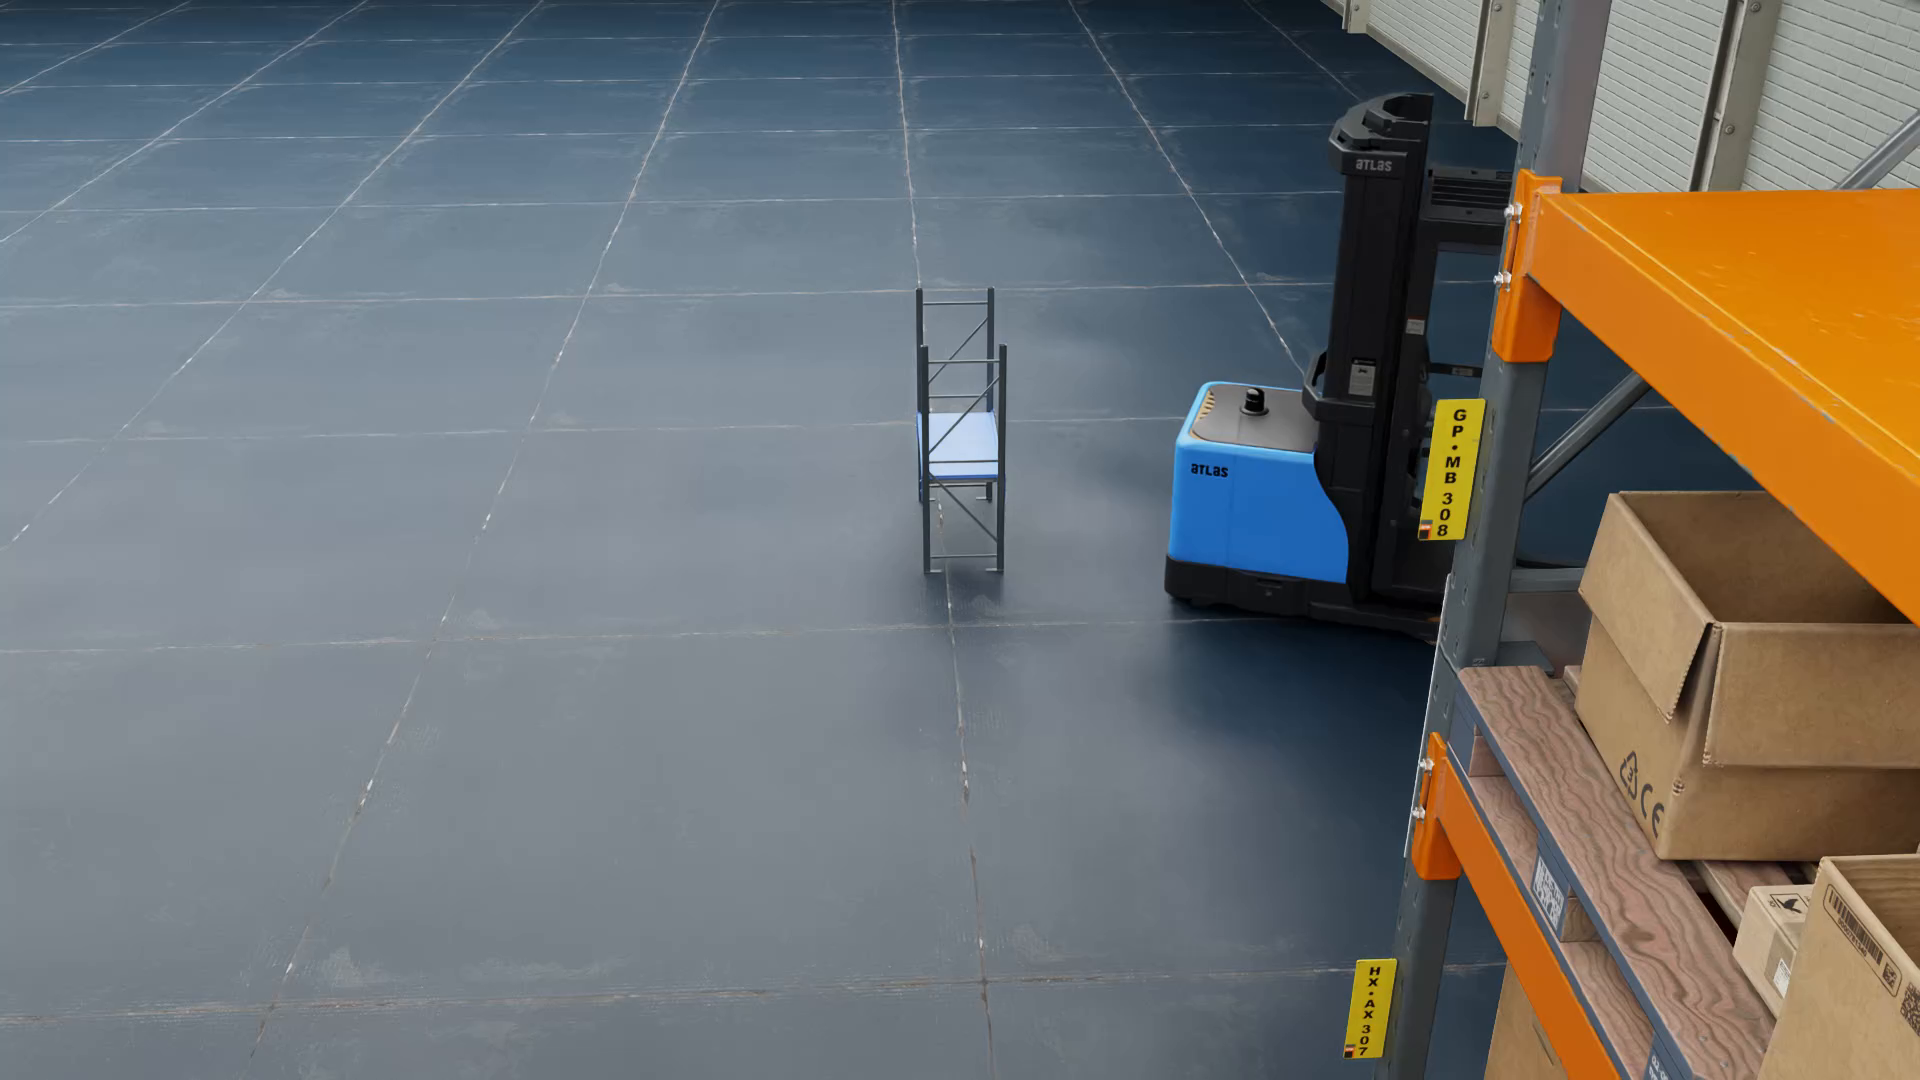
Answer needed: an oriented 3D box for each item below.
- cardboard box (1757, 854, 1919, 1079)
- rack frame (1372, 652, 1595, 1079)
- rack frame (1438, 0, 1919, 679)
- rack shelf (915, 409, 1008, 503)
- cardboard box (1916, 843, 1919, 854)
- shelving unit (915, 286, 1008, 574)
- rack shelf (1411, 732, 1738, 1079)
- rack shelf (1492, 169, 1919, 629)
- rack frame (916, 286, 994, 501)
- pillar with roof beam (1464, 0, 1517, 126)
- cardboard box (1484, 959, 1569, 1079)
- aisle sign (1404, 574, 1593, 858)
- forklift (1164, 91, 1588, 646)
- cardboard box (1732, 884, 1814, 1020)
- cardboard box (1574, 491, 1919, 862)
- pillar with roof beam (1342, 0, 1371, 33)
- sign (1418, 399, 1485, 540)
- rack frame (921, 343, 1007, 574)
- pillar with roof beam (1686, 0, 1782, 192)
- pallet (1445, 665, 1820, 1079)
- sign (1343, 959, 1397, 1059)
[{"bbox_3d":[1.405,0.747,2.116,0.500,0.500,0.500,-1,28,-3],"label":"cardboard box"},{"bbox_3d":[1.591,1.596,4.446,1.000,3.000,0.127,-1,28,-3],"label":"rack frame"},{"bbox_3d":[1.591,-1.064,3.059,1.000,3.000,0.127,-1,28,-3],"label":"rack frame"},{"bbox_3d":[-0.004,-0.545,10.562,0.538,0.185,1.000,-1,28,-3],"label":"rack shelf"},{"bbox_3d":[1.914,0.610,2.650,0.500,0.250,0.500,-1,28,-3],"label":"cardboard box"},{"bbox_3d":[-0.004,-0.704,10.479,0.538,1.500,1.048,-1,28,-3],"label":"shelving unit"},{"bbox_3d":[1.695,1.509,2.148,1.077,0.370,4.000,-1,28,-3],"label":"rack shelf"},{"bbox_3d":[1.695,0.356,1.547,1.077,0.370,4.000,-1,28,-3],"label":"rack shelf"},{"bbox_3d":[-0.031,-0.939,10.929,0.500,1.500,0.032,-1,28,-3],"label":"rack frame"},{"bbox_3d":[2.199,-9.091,18.450,9.100,9.000,0.400,-1,28,-3],"label":"pillar with roof beam"},{"bbox_3d":[1.605,1.217,3.662,0.700,0.500,0.500,-1,28,-2],"label":"cardboard box"},{"bbox_3d":[1.282,0.421,3.889,0.394,0.787,0.004,-1,28,-3],"label":"aisle sign"},{"bbox_3d":[2.807,-0.938,9.378,3.031,2.935,1.130,8,29,15],"label":"forklift"},{"bbox_3d":[1.476,0.677,2.631,0.380,0.149,0.250,-1,28,-3],"label":"cardboard box"},{"bbox_3d":[1.617,0.238,3.090,0.797,0.503,0.637,0,28,1],"label":"cardboard box"},{"bbox_3d":[1.886,-11.862,23.763,9.100,9.000,0.400,-1,28,-3],"label":"pillar with roof beam"},{"bbox_3d":[1.036,-0.146,3.511,0.100,0.325,0.005,-1,28,-3],"label":"sign"},{"bbox_3d":[0.022,-0.470,10.029,0.500,1.500,0.032,-1,28,-3],"label":"rack frame"},{"bbox_3d":[2.512,-6.320,13.137,9.100,9.000,0.400,-1,28,-3],"label":"pillar with roof beam"},{"bbox_3d":[1.602,0.633,3.145,1.003,0.211,1.213,-1,28,-3],"label":"pallet"},{"bbox_3d":[1.036,1.188,4.207,0.100,0.325,0.005,-1,28,-3],"label":"sign"}]
